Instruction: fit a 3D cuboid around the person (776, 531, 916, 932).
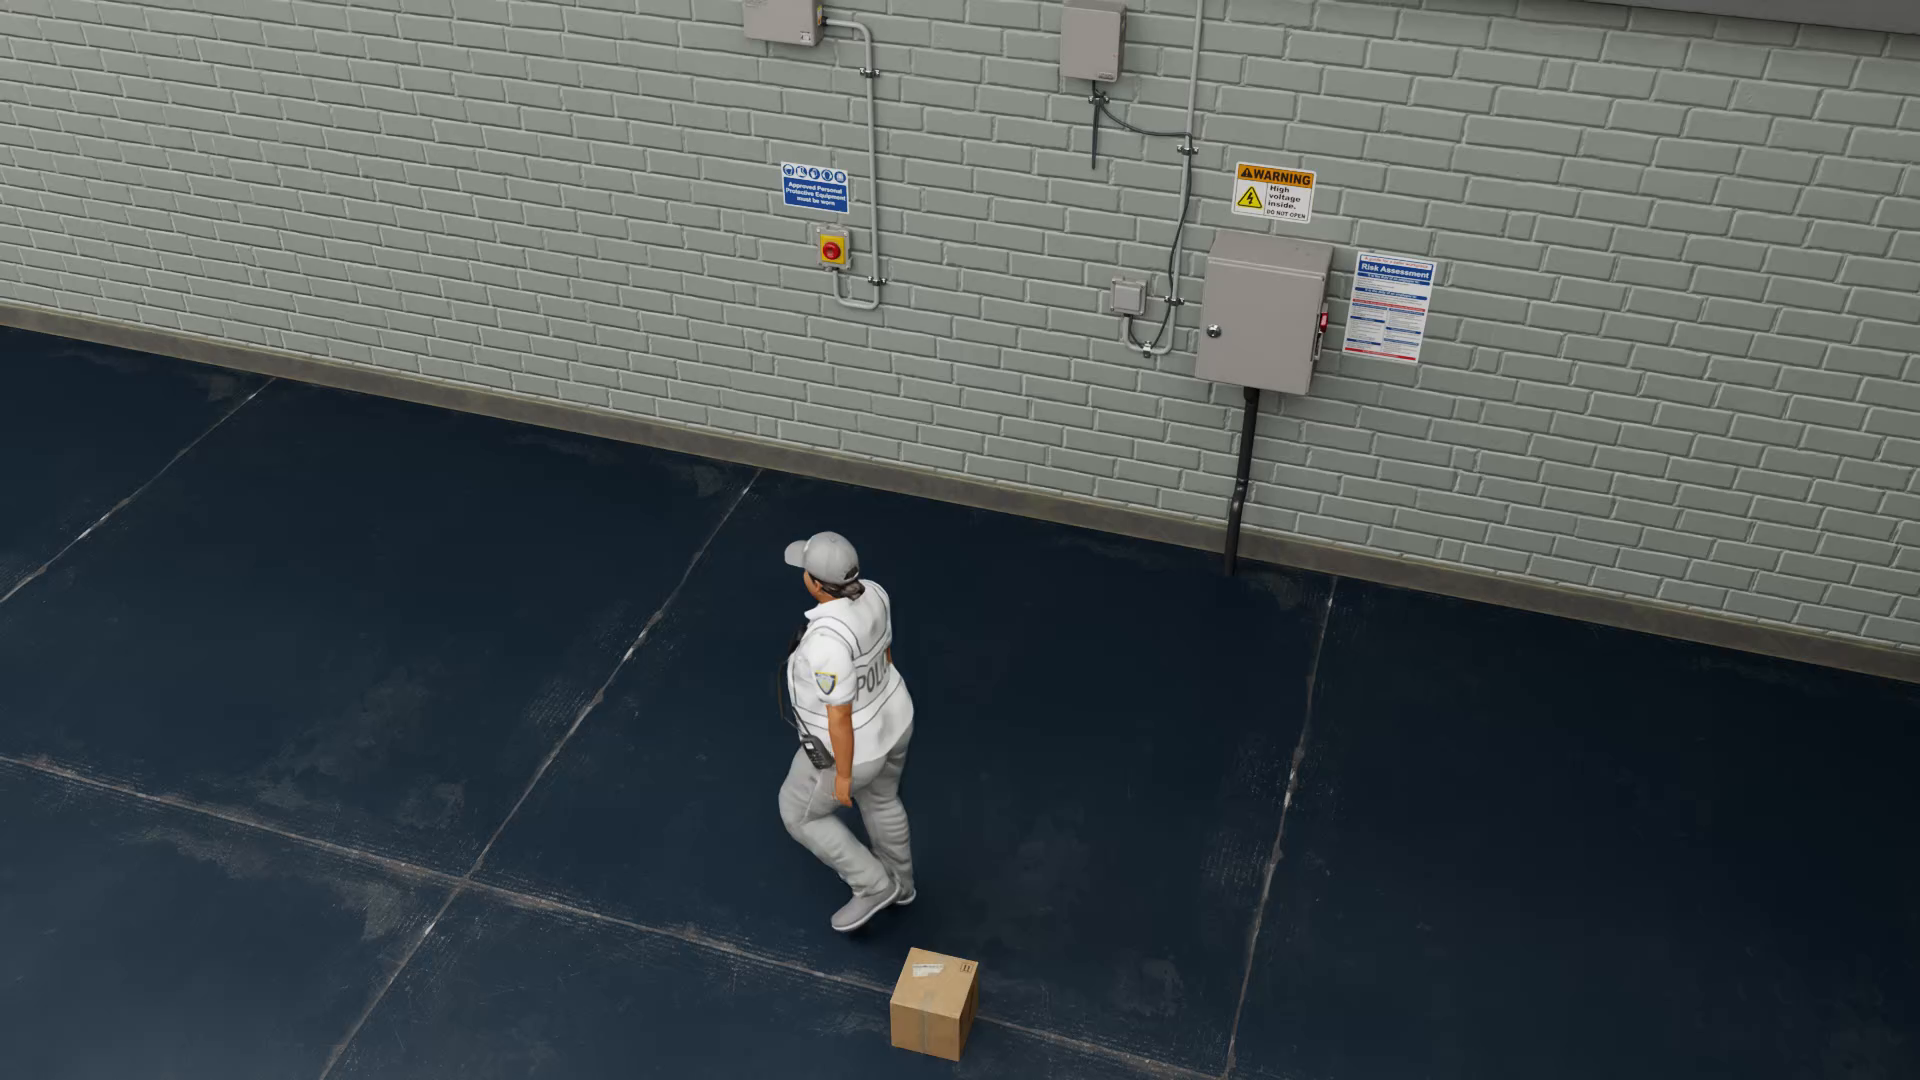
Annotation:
[{"bbox_3d":[-0.400,0.692,5.961,0.479,1.652,0.540,17,40,21],"label":"person"}]
